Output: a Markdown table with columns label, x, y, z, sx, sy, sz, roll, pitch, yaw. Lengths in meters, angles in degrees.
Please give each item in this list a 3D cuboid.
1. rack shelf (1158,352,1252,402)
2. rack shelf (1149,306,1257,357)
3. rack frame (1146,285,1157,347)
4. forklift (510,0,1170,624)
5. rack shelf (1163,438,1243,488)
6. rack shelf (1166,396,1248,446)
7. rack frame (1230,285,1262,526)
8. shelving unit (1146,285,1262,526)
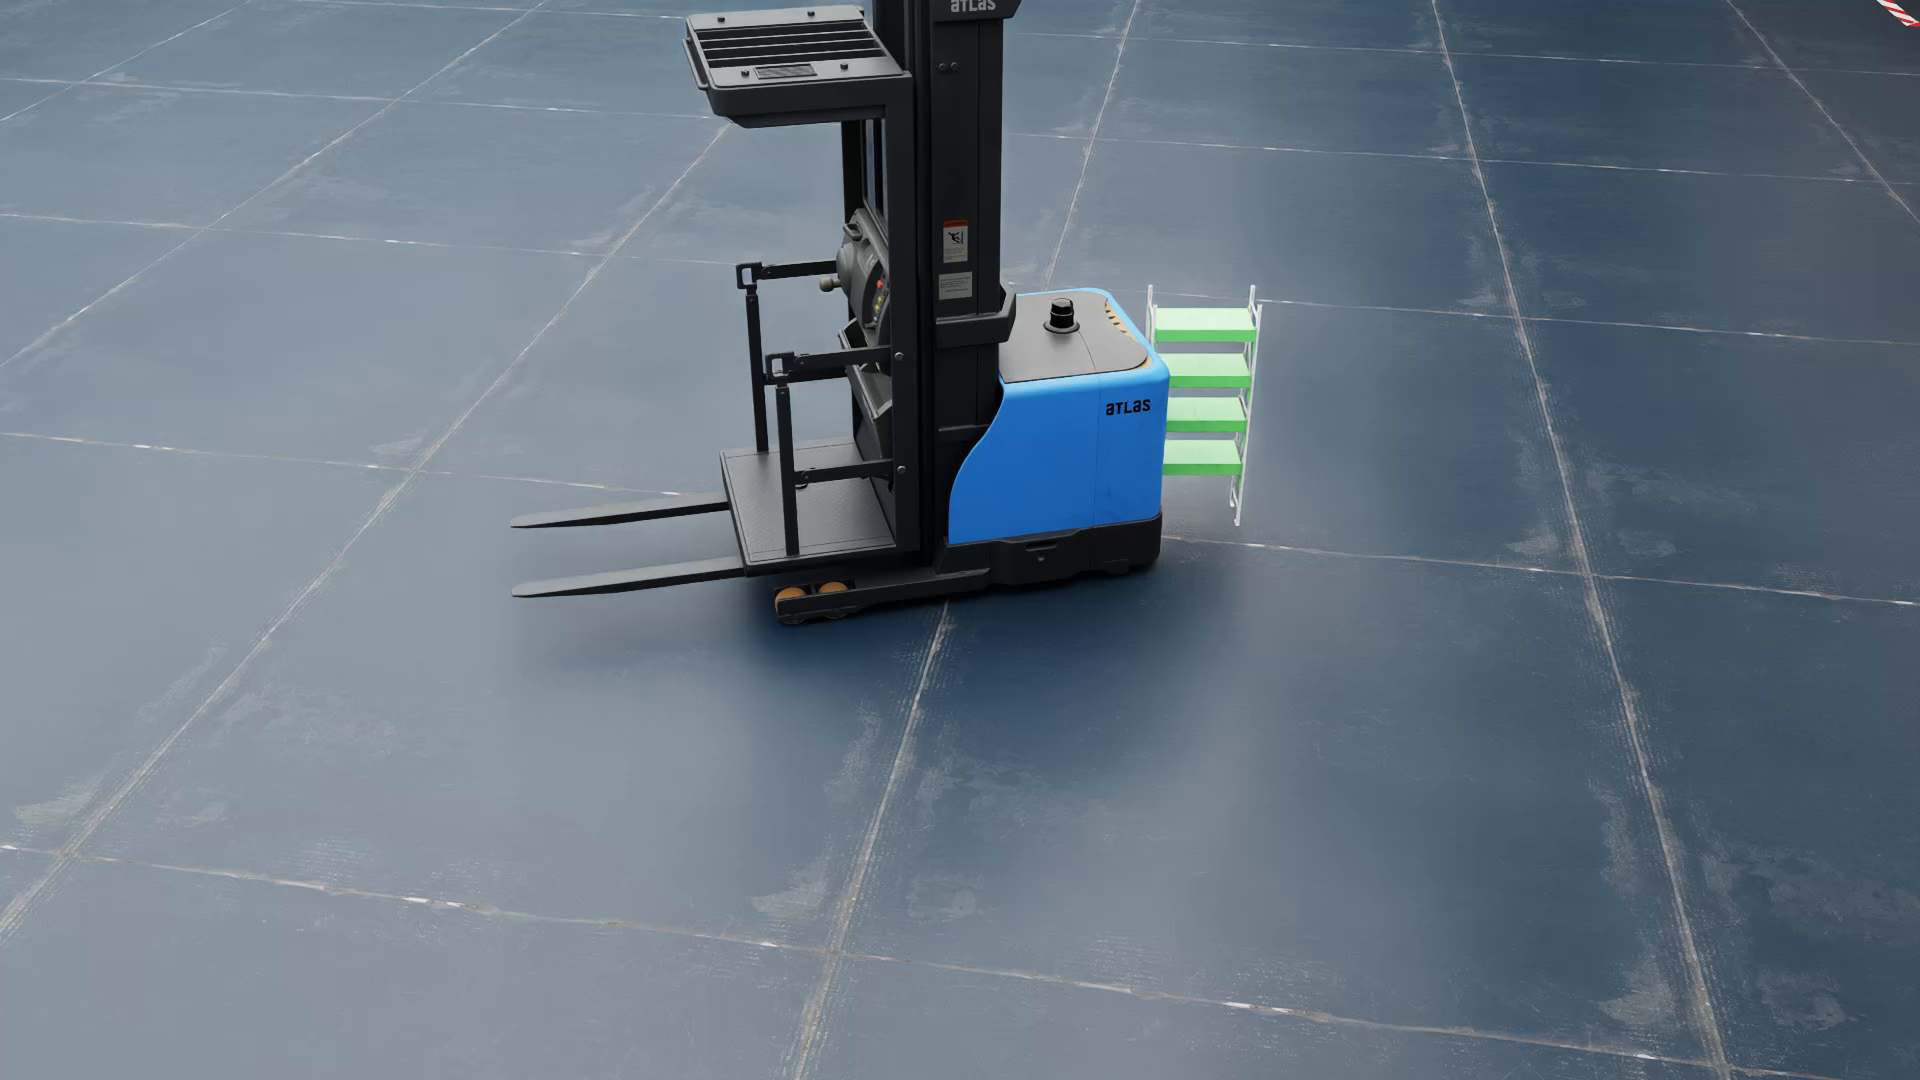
| label | x | y | z | sx | sy | sz | roll | pitch | yaw |
| --- | --- | --- | --- | --- | --- | --- | --- | --- | --- |
| rack shelf | 1.152 | -0.792 | 8.052 | 0.480 | 0.148 | 0.258 | 0 | 32 | 0 |
| rack shelf | 1.152 | -0.995 | 7.925 | 0.480 | 0.148 | 0.258 | 0 | 32 | 0 |
| rack frame | 0.908 | -0.642 | 8.146 | 0.015 | 1.200 | 0.240 | 0 | 32 | 0 |
| forklift | -0.611 | -1.164 | 7.348 | 3.031 | 2.935 | 1.130 | -7 | 33 | -11 |
| rack shelf | 1.152 | -0.385 | 8.307 | 0.480 | 0.148 | 0.258 | 0 | 32 | 0 |
| rack shelf | 1.152 | -0.588 | 8.179 | 0.480 | 0.148 | 0.258 | 0 | 32 | 0 |
| rack frame | 1.396 | -0.642 | 8.145 | 0.015 | 1.200 | 0.240 | 0 | 32 | 0 |
| shelving unit | 1.152 | -0.642 | 8.145 | 0.503 | 1.200 | 0.258 | 0 | 32 | 0 |
